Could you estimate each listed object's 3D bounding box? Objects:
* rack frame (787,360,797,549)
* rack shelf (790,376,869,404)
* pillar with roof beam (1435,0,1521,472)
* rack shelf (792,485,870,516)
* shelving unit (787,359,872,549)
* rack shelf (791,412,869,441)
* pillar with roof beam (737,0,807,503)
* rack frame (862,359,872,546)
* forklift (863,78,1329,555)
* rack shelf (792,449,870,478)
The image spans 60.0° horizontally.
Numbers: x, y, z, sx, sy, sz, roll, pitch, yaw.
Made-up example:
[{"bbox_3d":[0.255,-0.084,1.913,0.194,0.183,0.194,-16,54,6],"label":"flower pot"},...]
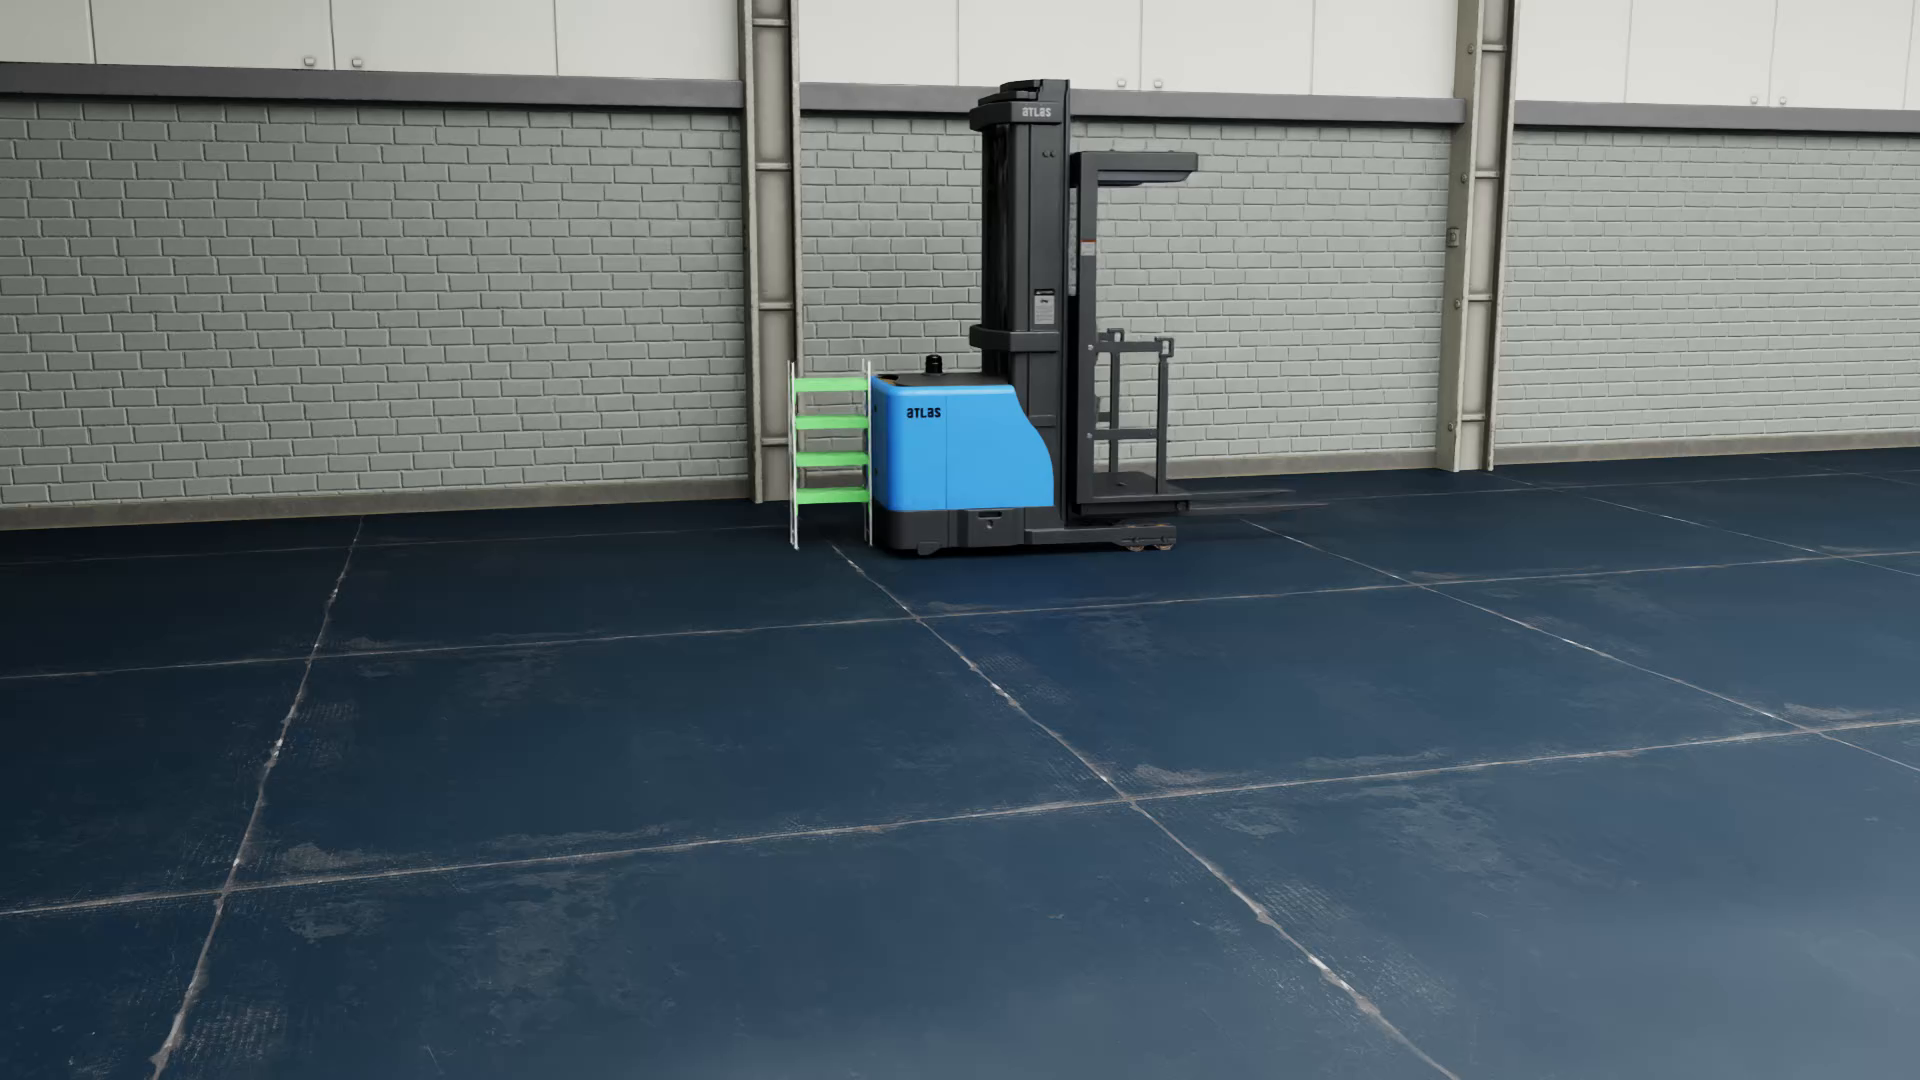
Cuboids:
[{"bbox_3d":[-1.082,-0.550,10.722,0.015,1.200,0.240,-2,11,-12],"label":"rack frame"},{"bbox_3d":[-0.843,-0.969,10.699,0.480,0.148,0.258,-2,11,-12],"label":"rack shelf"},{"bbox_3d":[5.565,-4.295,9.524,0.400,9.000,9.100,-3,11,-16],"label":"pillar with roof beam"},{"bbox_3d":[-0.843,-0.261,10.829,0.480,0.148,0.258,-2,11,-12],"label":"rack shelf"},{"bbox_3d":[-0.843,-0.560,10.774,0.503,1.200,0.258,-2,11,-12],"label":"shelving unit"},{"bbox_3d":[-0.843,-0.733,10.742,0.480,0.148,0.258,-2,11,-12],"label":"rack shelf"},{"bbox_3d":[-0.196,-3.992,7.875,0.400,9.000,9.100,-3,11,-16],"label":"pillar with roof beam"},{"bbox_3d":[-0.605,-0.570,10.826,0.015,1.200,0.240,-2,11,-12],"label":"rack frame"},{"bbox_3d":[0.920,-1.460,10.881,3.031,2.935,1.130,-2,11,-12],"label":"forklift"},{"bbox_3d":[-0.843,-0.497,10.785,0.480,0.148,0.258,-2,11,-12],"label":"rack shelf"}]
